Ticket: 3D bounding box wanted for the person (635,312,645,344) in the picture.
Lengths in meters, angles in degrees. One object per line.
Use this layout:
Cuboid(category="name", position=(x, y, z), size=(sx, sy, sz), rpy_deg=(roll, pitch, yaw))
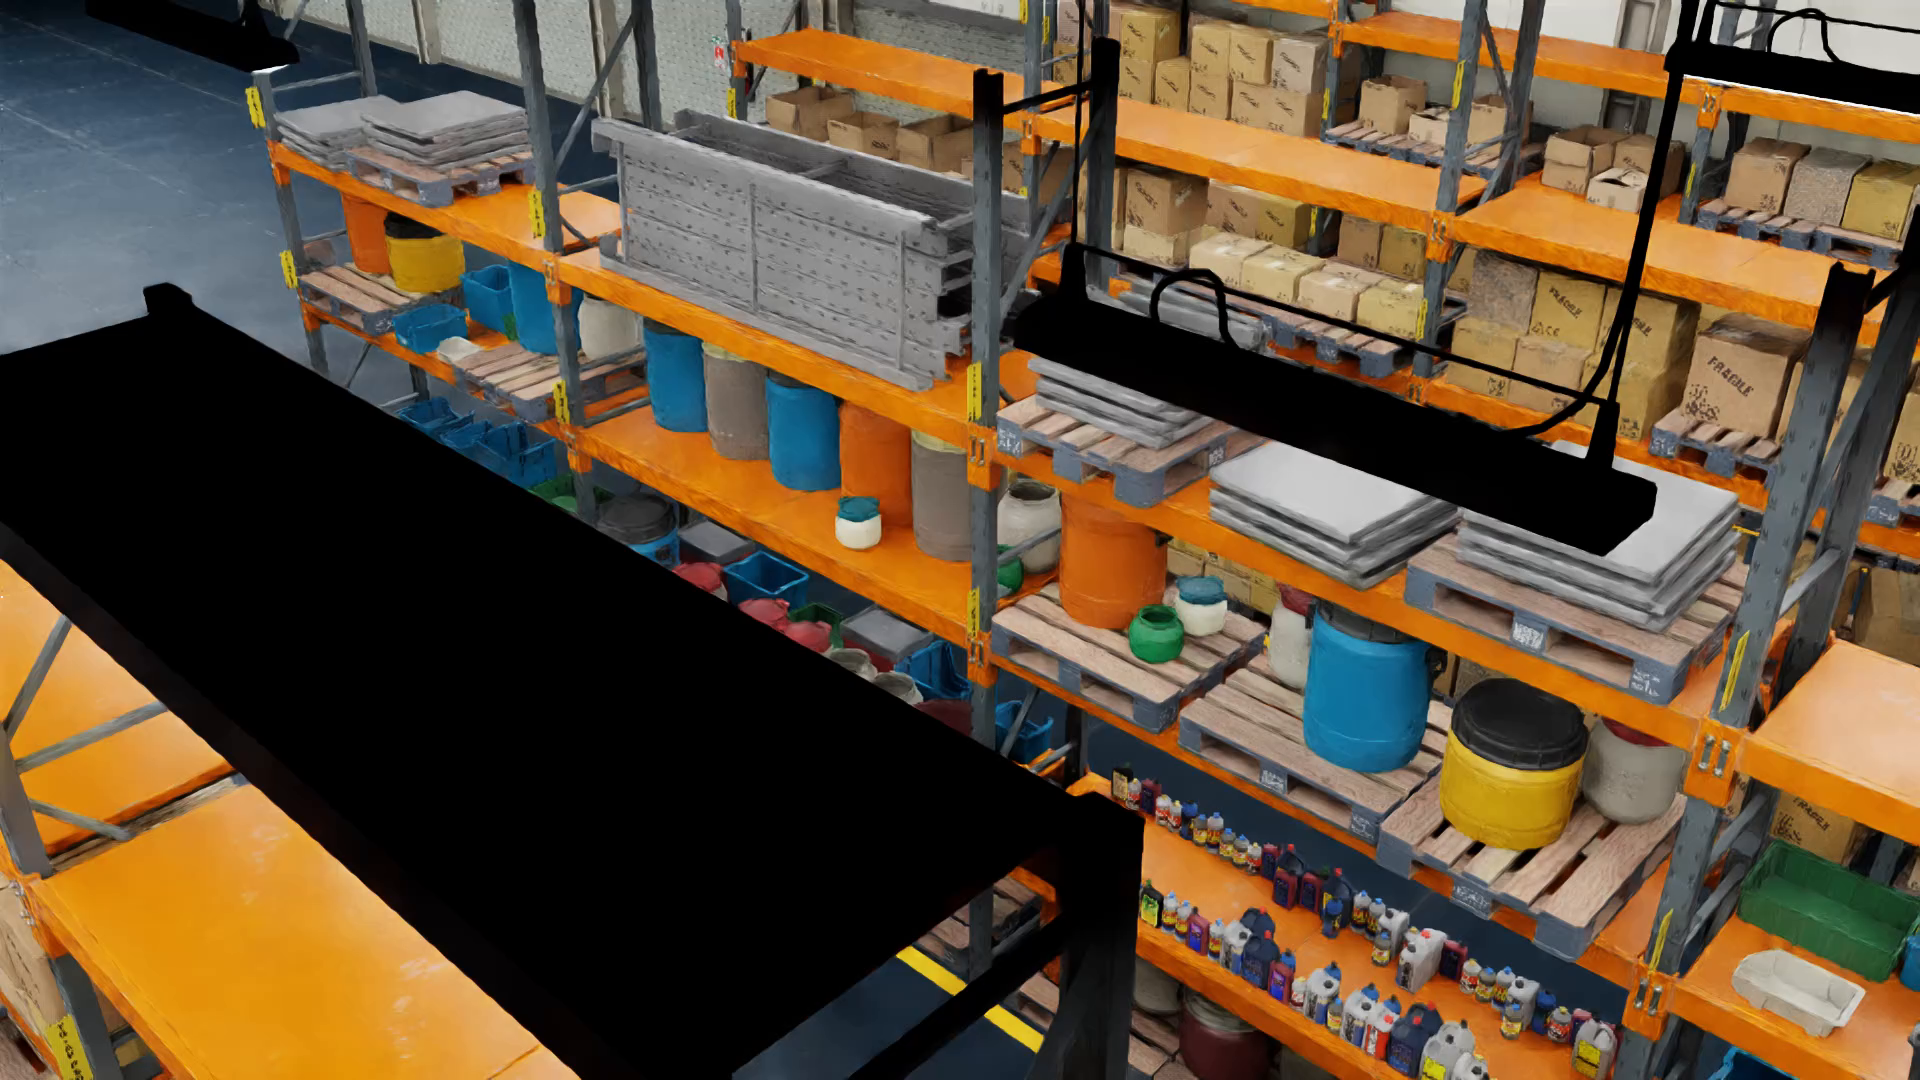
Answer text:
Cuboid(category="person", position=(-3.564, -2.292, 18.703), size=(0.500, 1.588, 0.469), rpy_deg=(3, 29, 5))
